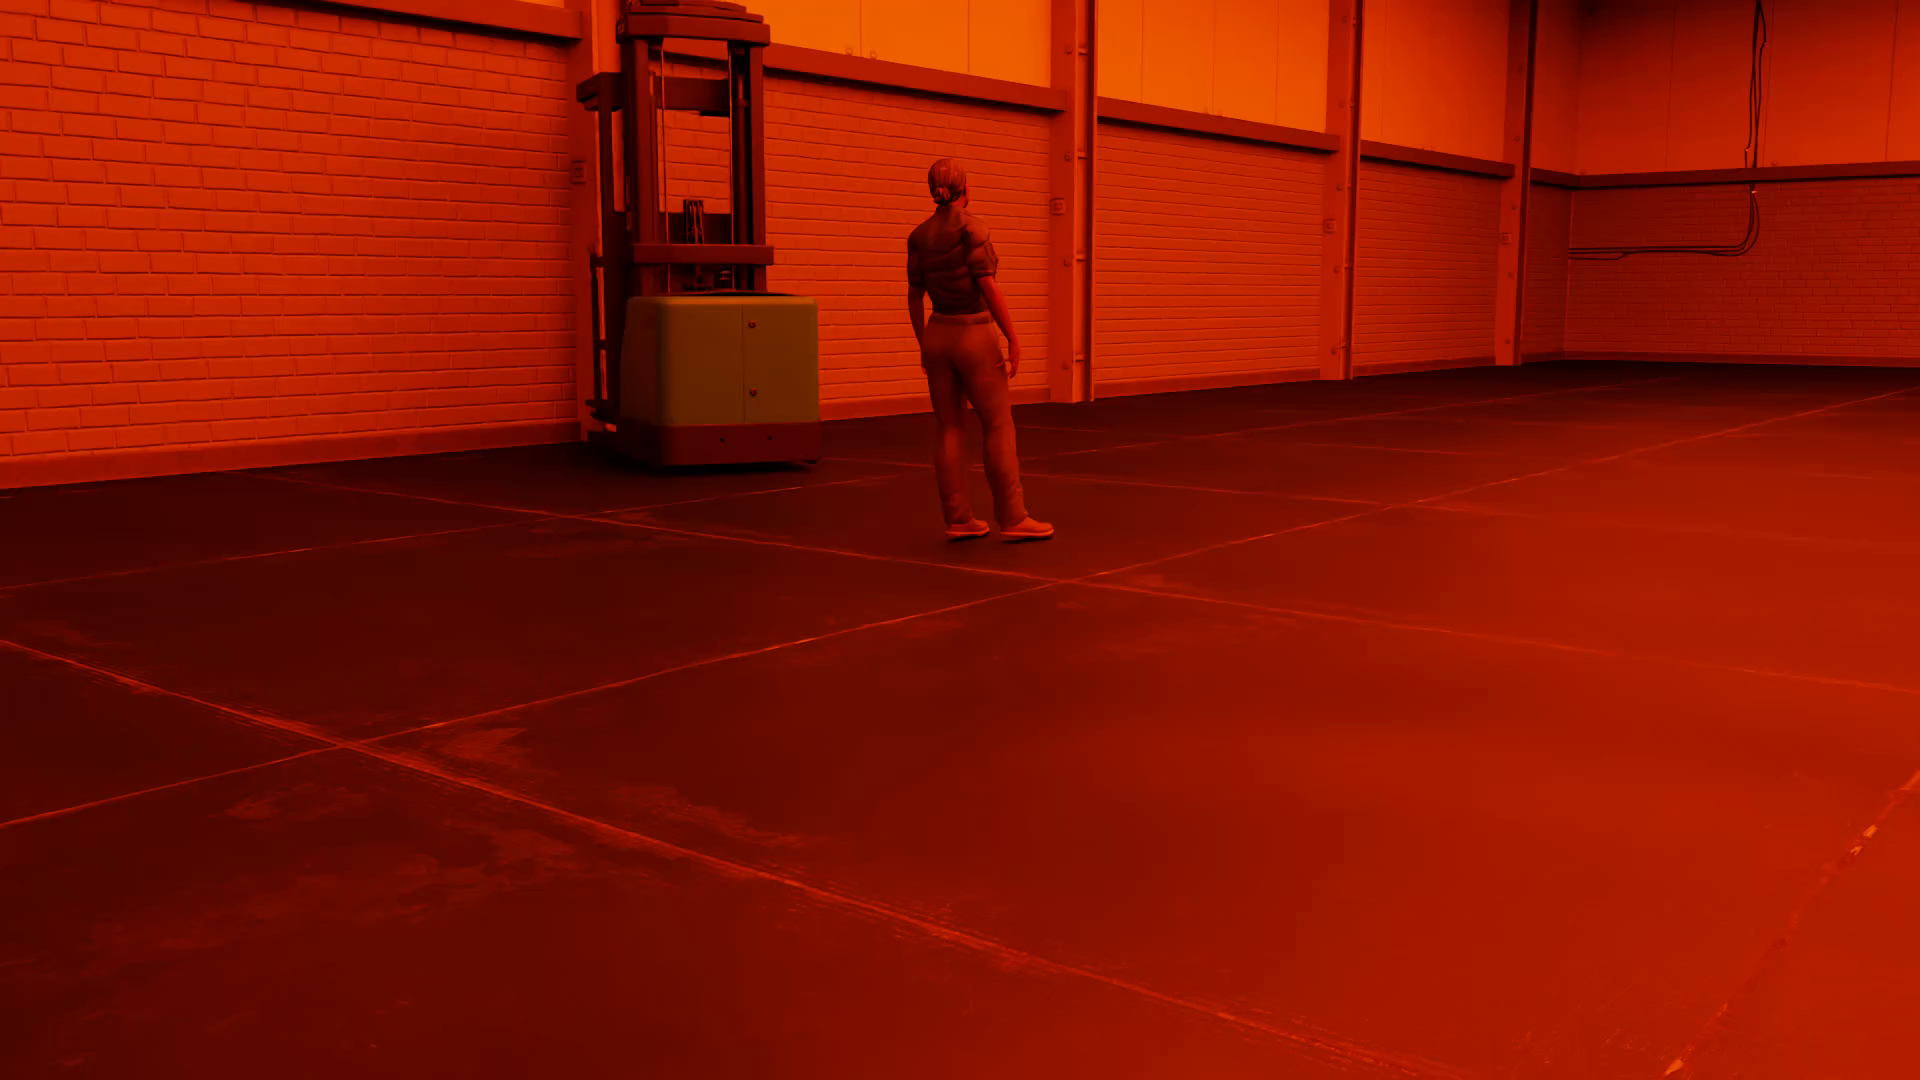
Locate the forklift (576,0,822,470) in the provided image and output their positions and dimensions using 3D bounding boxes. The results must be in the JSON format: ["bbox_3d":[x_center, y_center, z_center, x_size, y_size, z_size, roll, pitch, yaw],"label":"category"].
[{"bbox_3d":[-1.934,-2.047,11.270,1.130,2.935,3.031,-4,9,-24],"label":"forklift"}]

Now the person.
[{"bbox_3d":[0.070,-0.834,7.340,0.570,1.656,0.503,7,11,38],"label":"person"}]
